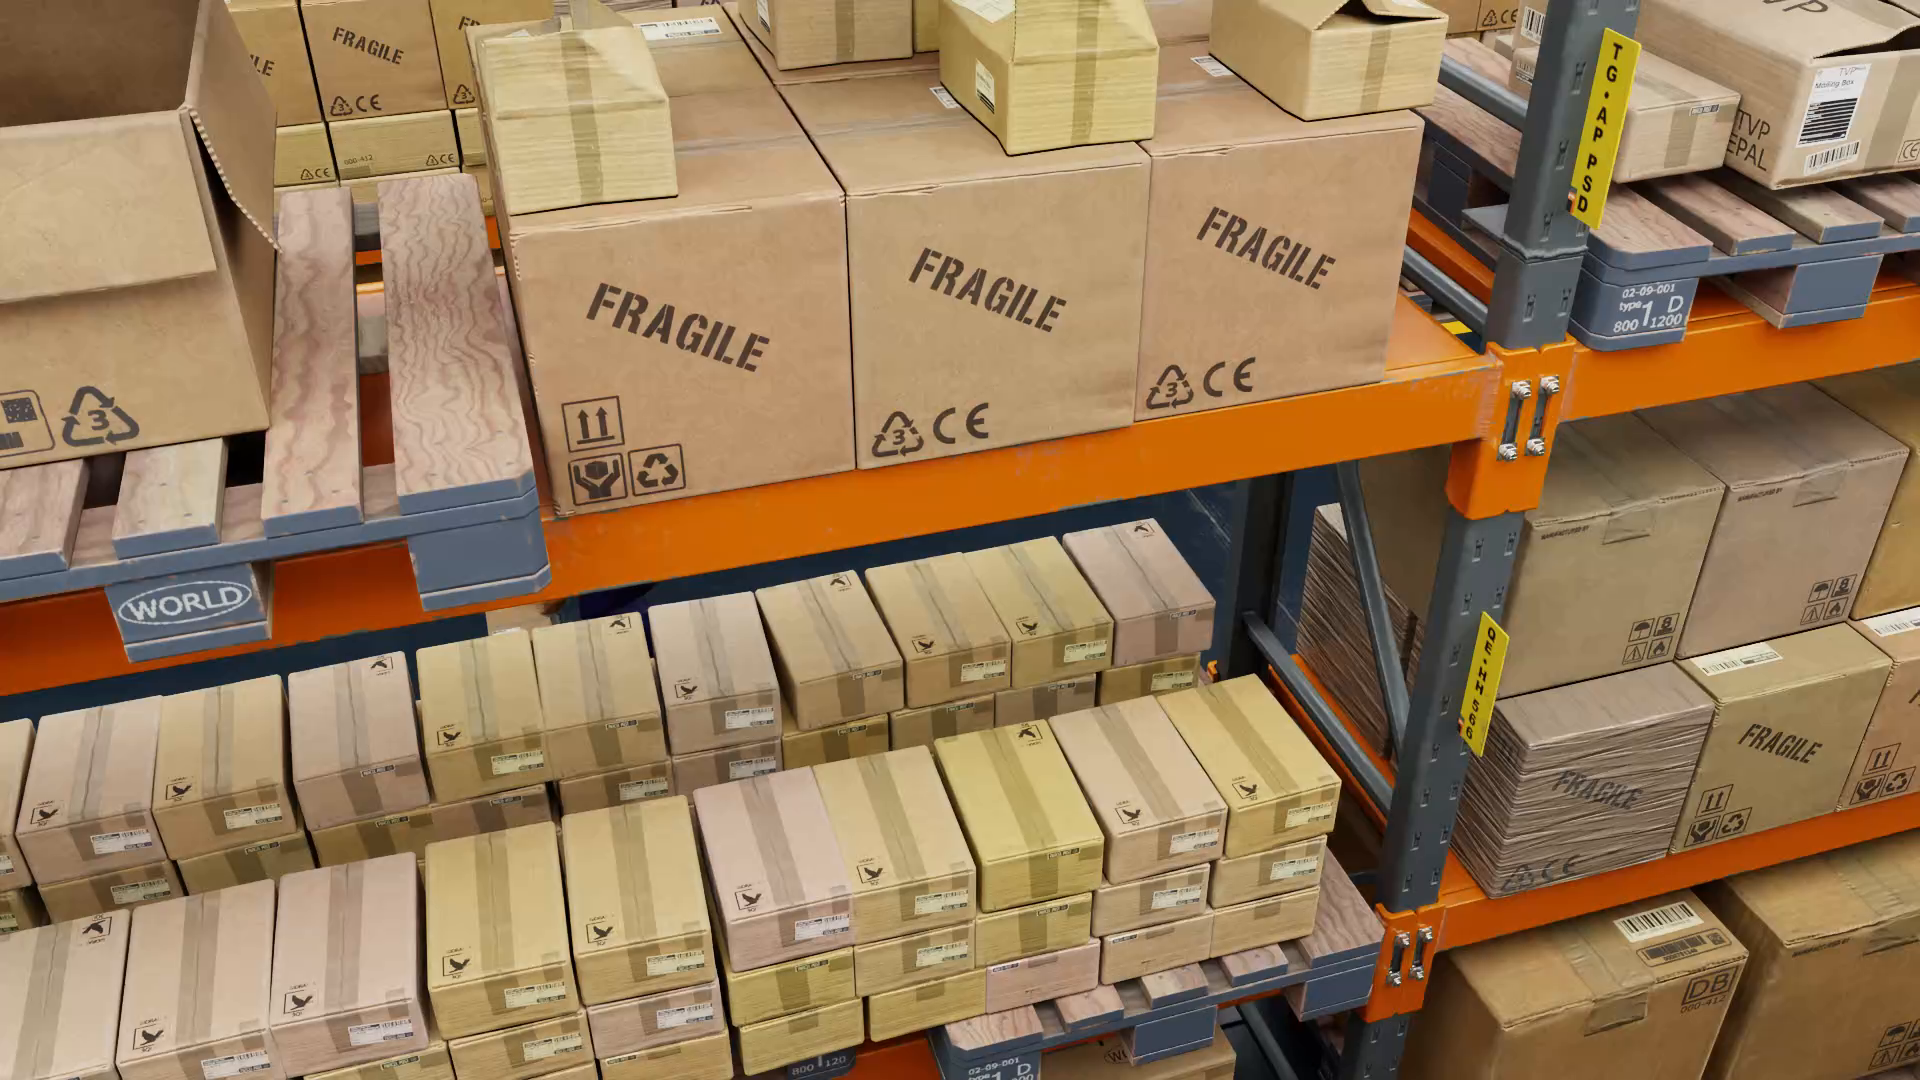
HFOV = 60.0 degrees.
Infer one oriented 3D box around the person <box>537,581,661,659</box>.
[{"bbox_3d":[-1.376,-0.008,6.551,0.730,1.226,0.536,-10,35,-15],"label":"person"}]
